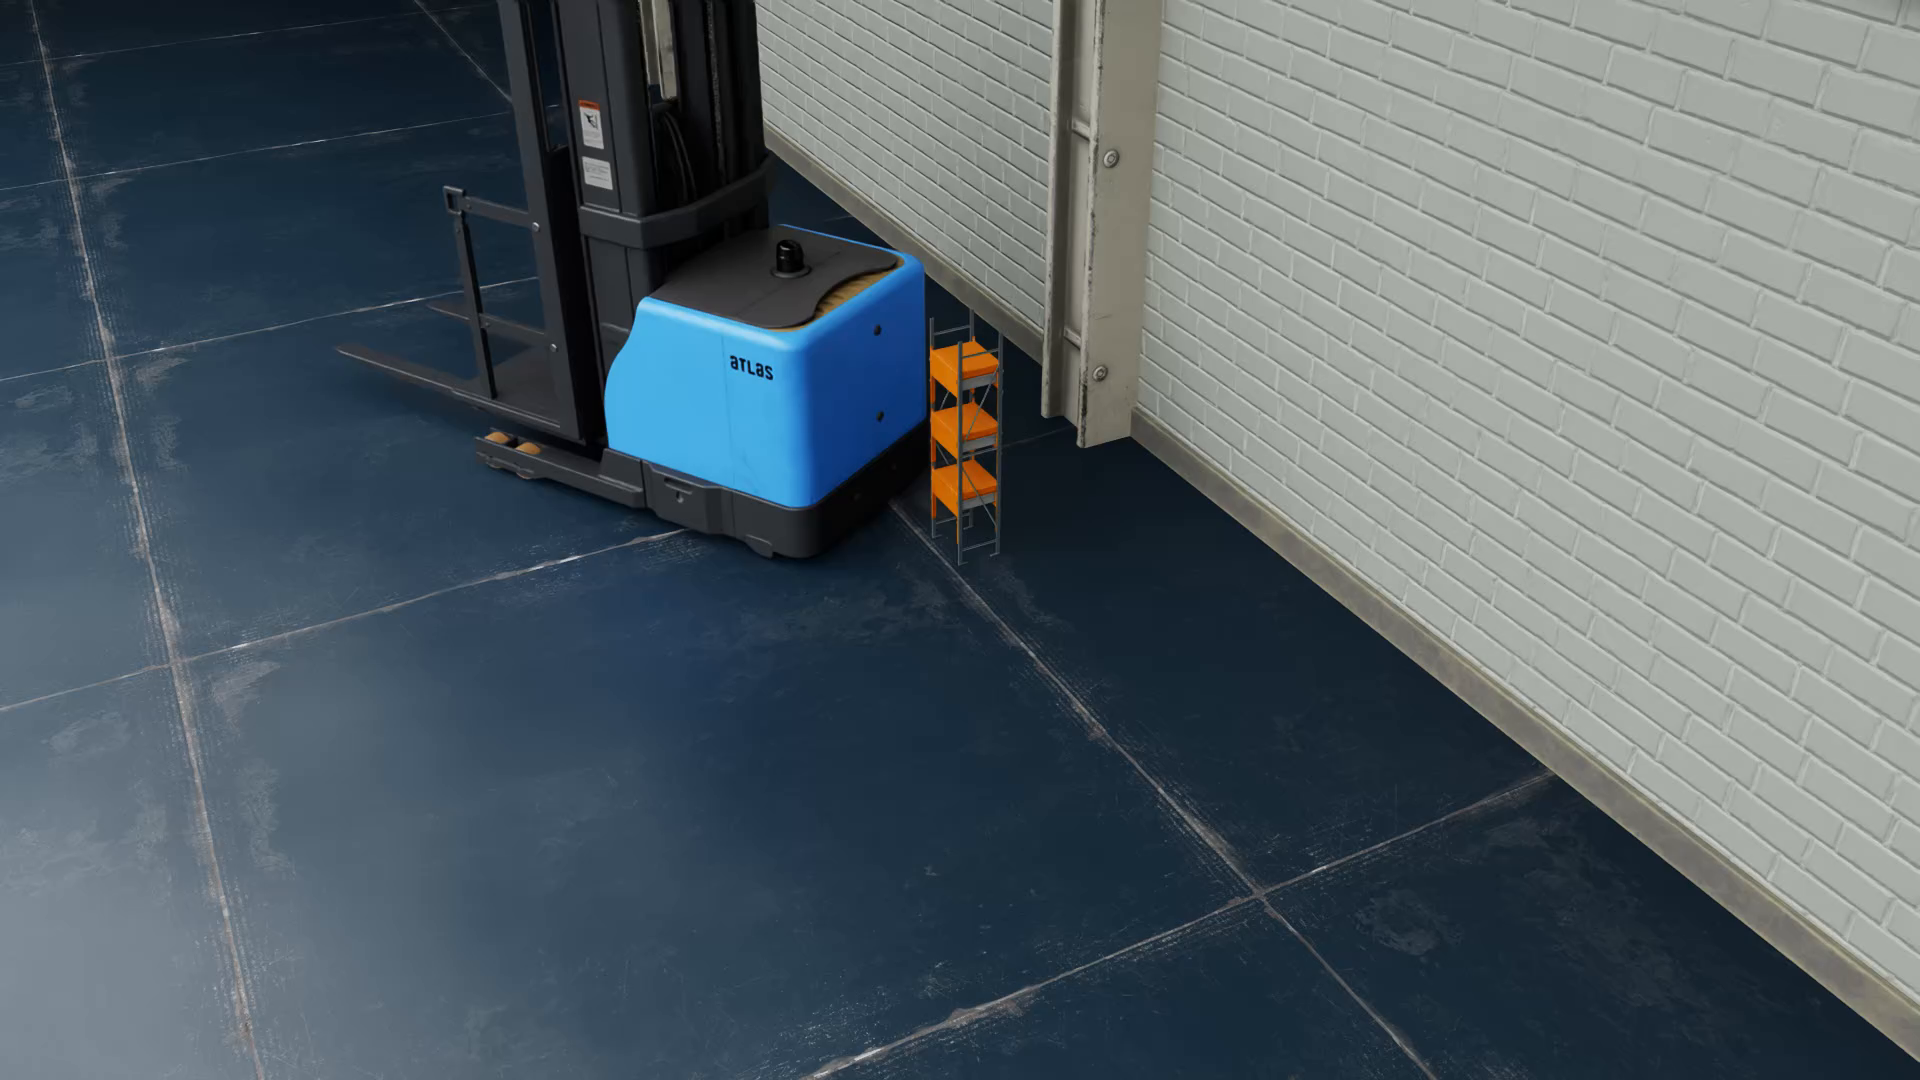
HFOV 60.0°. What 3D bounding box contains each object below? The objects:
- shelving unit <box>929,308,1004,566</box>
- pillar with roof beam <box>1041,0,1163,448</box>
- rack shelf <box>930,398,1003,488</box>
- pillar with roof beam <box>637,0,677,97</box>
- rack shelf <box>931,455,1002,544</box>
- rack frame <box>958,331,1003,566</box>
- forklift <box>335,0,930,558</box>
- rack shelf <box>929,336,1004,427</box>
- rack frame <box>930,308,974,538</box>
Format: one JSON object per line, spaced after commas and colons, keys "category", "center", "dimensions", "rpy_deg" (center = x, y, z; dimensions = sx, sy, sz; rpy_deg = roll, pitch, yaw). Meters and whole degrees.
{"category": "shelving unit", "center": [0.025, -0.417, 6.927], "dimensions": [0.215, 1.050, 0.252], "rpy_deg": [-16, 36, -23]}
{"category": "pillar with roof beam", "center": [-3.183, -3.275, 4.021], "dimensions": [9.100, 9.000, 0.400], "rpy_deg": [-16, 36, -23]}
{"category": "rack shelf", "center": [0.025, -0.408, 6.933], "dimensions": [0.215, 0.259, 0.240], "rpy_deg": [-16, 36, -23]}
{"category": "pillar with roof beam", "center": [-5.981, -6.139, 8.490], "dimensions": [9.100, 9.000, 0.400], "rpy_deg": [-16, 36, -23]}
{"category": "rack shelf", "center": [0.025, -0.174, 7.083], "dimensions": [0.215, 0.259, 0.240], "rpy_deg": [-16, 36, -23]}
{"category": "rack frame", "center": [0.082, -0.358, 6.836], "dimensions": [0.200, 1.050, 0.008], "rpy_deg": [-16, 36, -23]}
{"category": "forklift", "center": [-1.665, -1.739, 7.248], "dimensions": [3.031, 2.935, 1.130], "rpy_deg": [18, 37, 26]}
{"category": "rack shelf", "center": [0.025, -0.647, 6.780], "dimensions": [0.215, 0.259, 0.240], "rpy_deg": [-16, 36, -23]}
{"category": "rack frame", "center": [-0.032, -0.475, 7.018], "dimensions": [0.200, 1.050, 0.008], "rpy_deg": [-16, 36, -23]}
